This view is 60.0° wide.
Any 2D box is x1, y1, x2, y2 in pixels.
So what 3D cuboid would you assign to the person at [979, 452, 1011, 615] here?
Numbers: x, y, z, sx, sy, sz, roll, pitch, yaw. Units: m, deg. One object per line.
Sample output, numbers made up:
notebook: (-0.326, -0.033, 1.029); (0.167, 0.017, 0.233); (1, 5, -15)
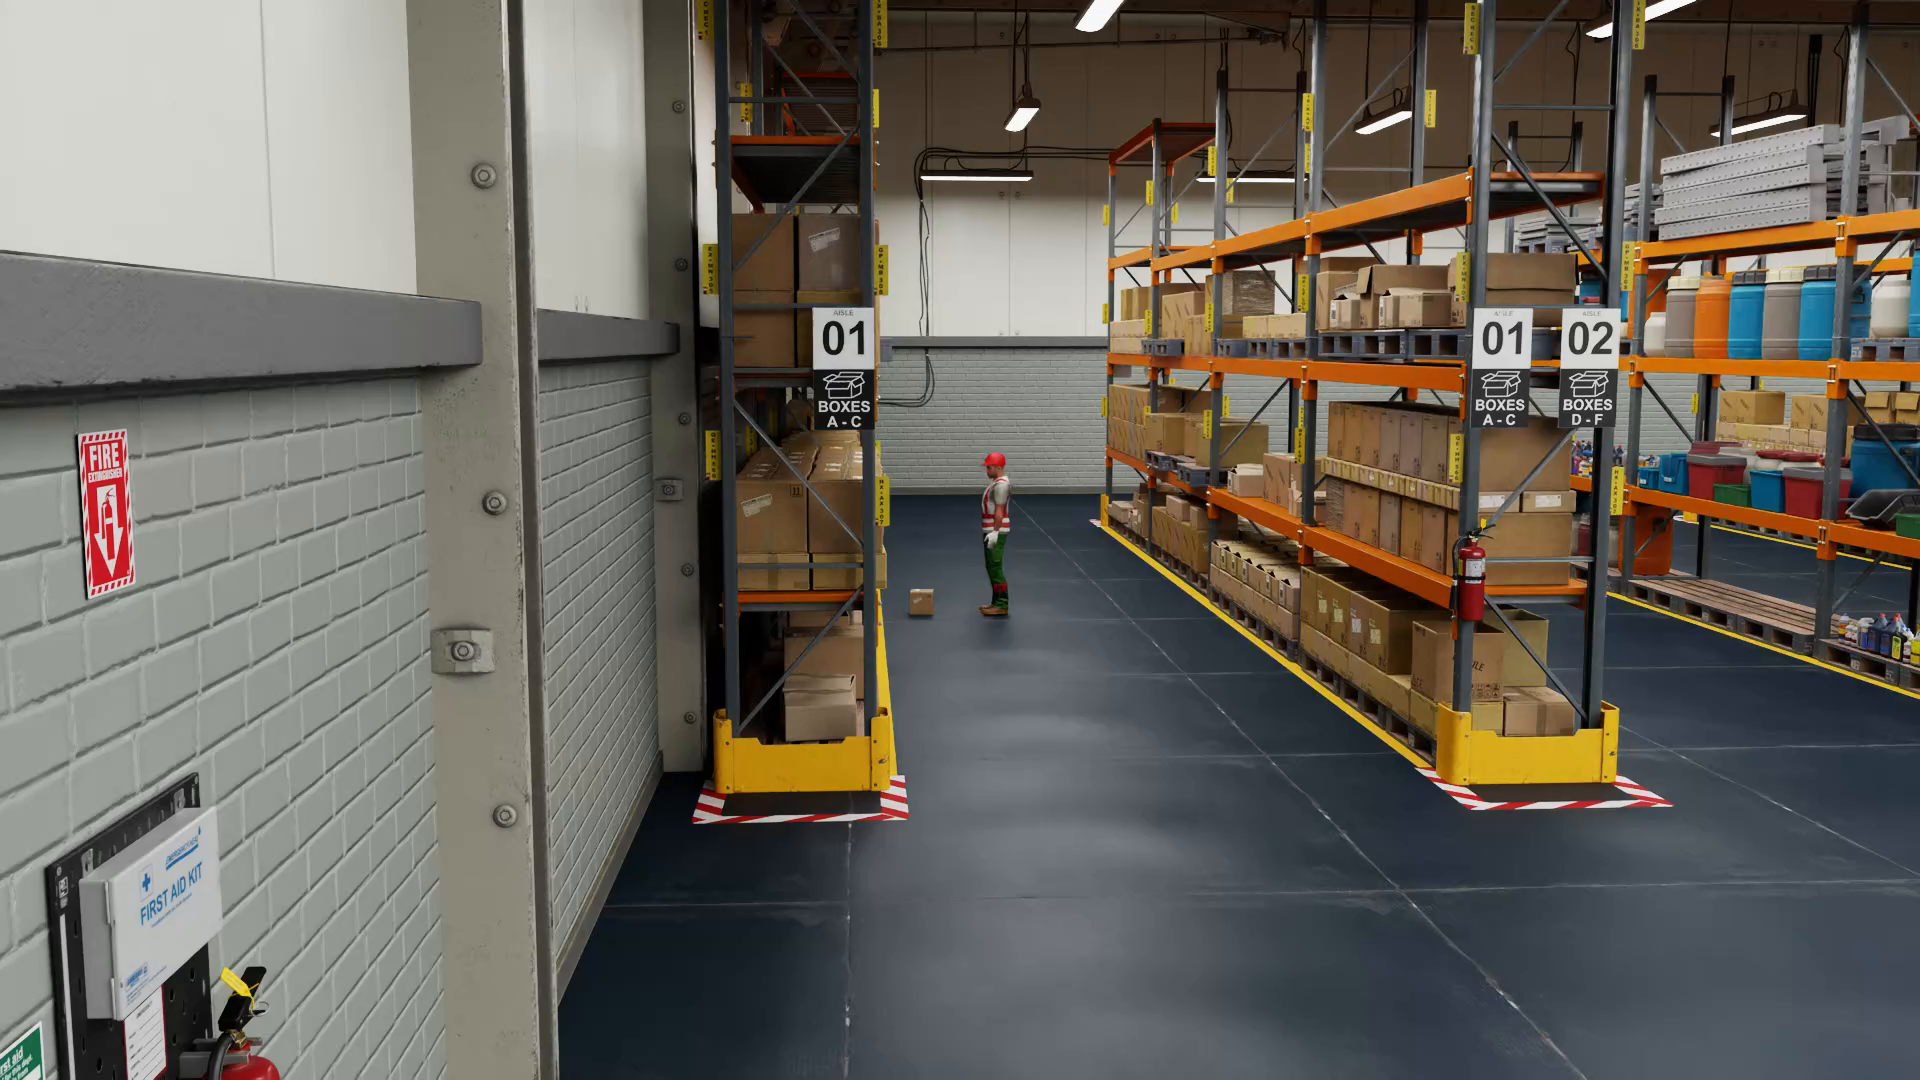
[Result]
person: (0.389, -0.074, 18.293); (0.344, 1.780, 0.527); (0, 7, -2)
